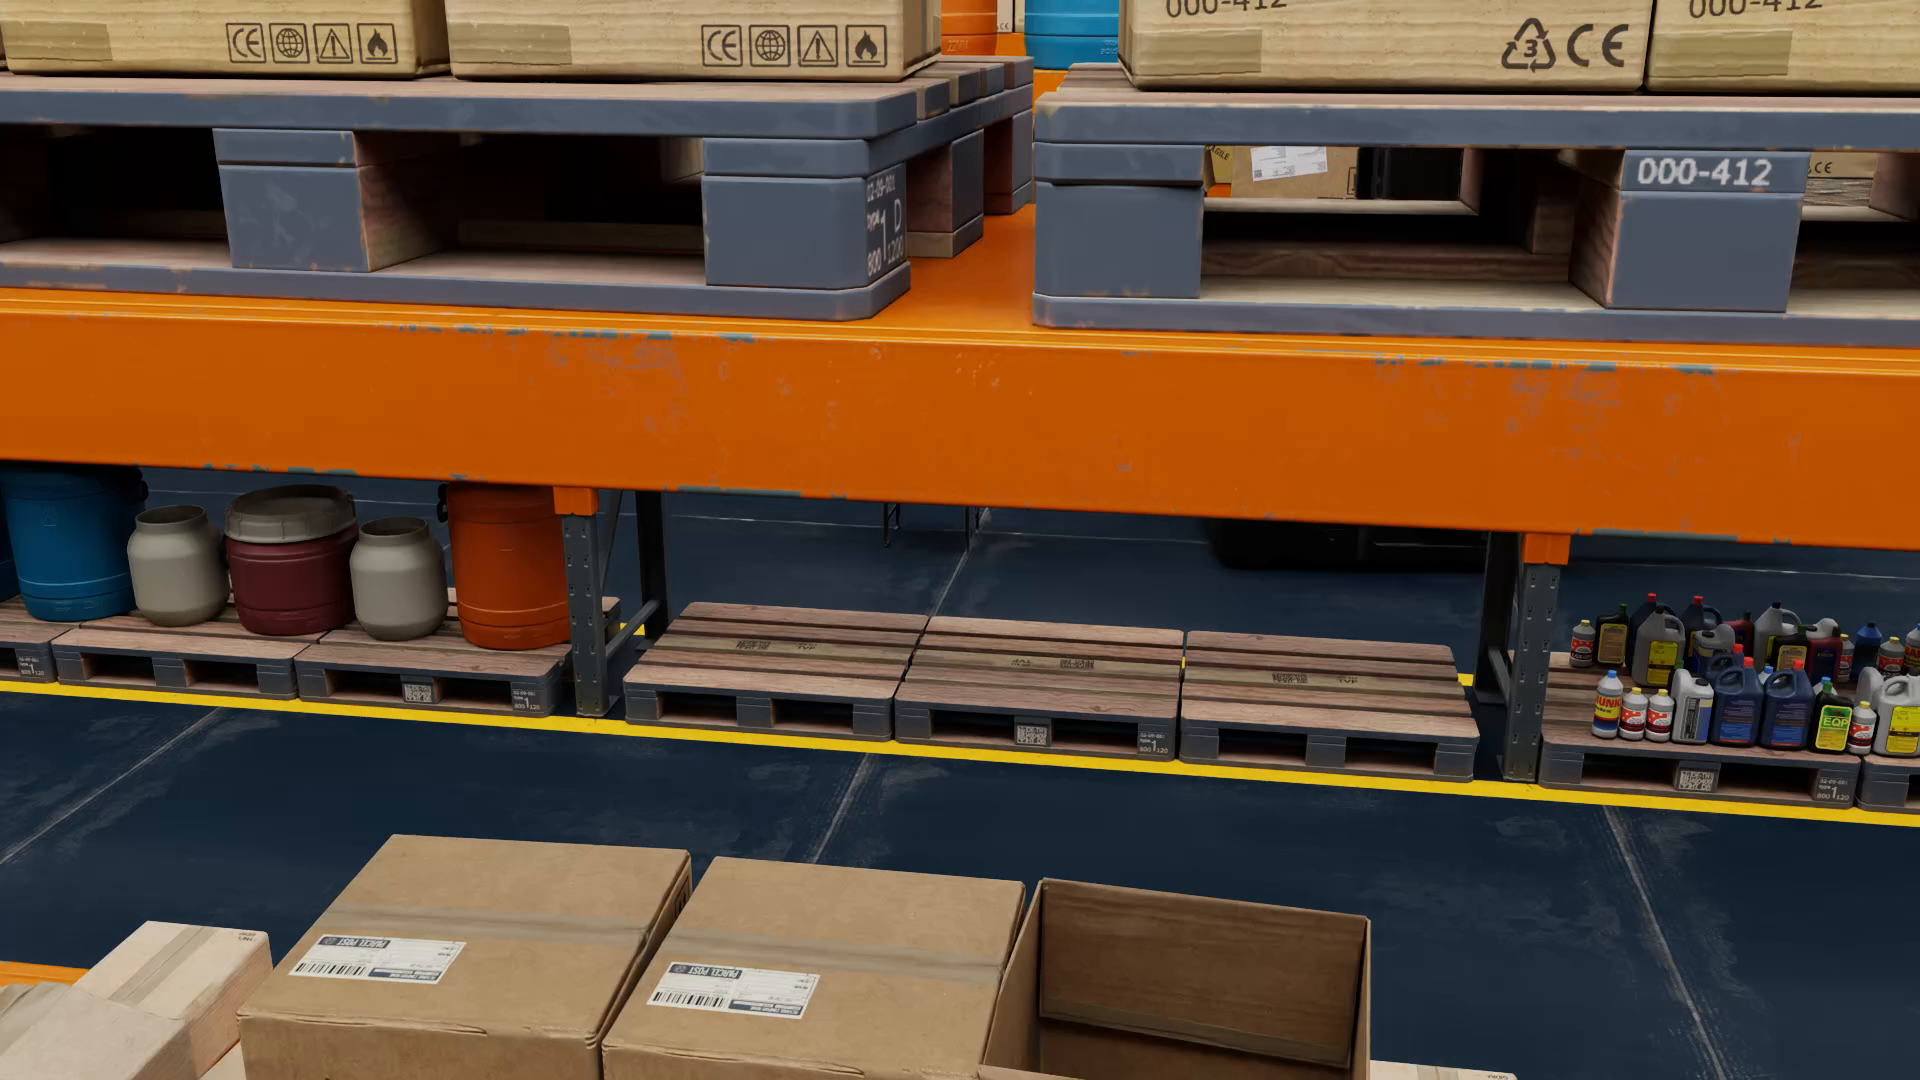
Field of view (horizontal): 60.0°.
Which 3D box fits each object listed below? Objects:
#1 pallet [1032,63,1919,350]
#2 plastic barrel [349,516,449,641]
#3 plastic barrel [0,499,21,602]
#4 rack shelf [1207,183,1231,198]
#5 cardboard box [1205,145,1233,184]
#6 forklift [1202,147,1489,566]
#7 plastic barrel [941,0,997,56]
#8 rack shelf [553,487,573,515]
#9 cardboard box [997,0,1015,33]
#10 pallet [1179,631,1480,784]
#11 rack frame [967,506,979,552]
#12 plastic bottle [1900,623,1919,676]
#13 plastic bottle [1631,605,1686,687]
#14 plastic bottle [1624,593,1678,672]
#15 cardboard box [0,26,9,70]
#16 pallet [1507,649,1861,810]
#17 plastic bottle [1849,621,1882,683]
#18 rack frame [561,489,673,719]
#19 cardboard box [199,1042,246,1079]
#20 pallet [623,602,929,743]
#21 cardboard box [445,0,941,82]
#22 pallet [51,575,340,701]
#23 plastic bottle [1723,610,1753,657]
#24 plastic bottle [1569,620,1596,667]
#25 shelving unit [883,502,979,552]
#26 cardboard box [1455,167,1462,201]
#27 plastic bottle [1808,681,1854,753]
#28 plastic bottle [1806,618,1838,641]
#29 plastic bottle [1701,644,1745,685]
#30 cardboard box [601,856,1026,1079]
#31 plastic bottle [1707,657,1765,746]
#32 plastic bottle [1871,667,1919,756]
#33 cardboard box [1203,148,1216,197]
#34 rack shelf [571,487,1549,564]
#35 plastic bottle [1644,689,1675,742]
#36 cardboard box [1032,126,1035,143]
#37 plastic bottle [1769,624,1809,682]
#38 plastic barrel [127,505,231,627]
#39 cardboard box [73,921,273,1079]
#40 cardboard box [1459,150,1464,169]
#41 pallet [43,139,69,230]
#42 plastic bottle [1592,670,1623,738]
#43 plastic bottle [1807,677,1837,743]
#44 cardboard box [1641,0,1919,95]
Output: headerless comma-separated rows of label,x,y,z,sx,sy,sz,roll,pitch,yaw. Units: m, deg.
pallet,0.713,-0.403,1.853,1.217,0.209,0.805,2,19,6
plastic barrel,-2.632,0.177,7.805,0.421,0.512,0.421,0,18,0
plastic barrel,-4.989,-0.156,8.188,0.708,0.901,0.600,3,19,9
rack shelf,2.072,-3.442,16.497,4.000,0.370,1.077,3,19,9
cardboard box,2.492,-3.724,16.047,0.500,0.500,0.500,3,19,9
forklift,2.956,-1.376,9.297,3.031,2.935,1.130,1,19,2
plastic barrel,-0.152,-2.267,6.448,0.708,0.830,0.600,3,19,9
rack shelf,-3.549,-0.543,7.833,4.000,0.370,1.077,3,19,9
cardboard box,0.142,-3.557,11.216,0.500,0.250,0.500,3,19,10
pallet,1.593,0.713,7.340,1.213,0.211,1.003,3,19,9
rack frame,0.077,-0.992,9.458,0.015,2.100,0.400,3,19,9
plastic bottle,4.146,0.493,7.208,0.097,0.271,0.097,0,18,0
plastic bottle,3.034,0.453,7.204,0.185,0.351,0.144,3,19,9
plastic bottle,3.056,0.407,7.339,0.185,0.351,0.144,2,19,7
cardboard box,-1.387,-0.757,2.184,0.500,0.250,0.500,3,19,10
pallet,3.031,0.787,7.118,1.213,0.211,1.003,3,19,9
plastic bottle,3.946,0.483,7.239,0.097,0.271,0.097,0,18,0
rack frame,-1.574,-0.784,7.418,0.127,3.000,1.000,3,19,9
cardboard box,-1.096,0.934,2.681,0.250,0.149,0.380,4,19,13
pallet,-0.816,0.590,7.707,1.213,0.211,1.003,3,19,9
cardboard box,-0.293,-0.697,2.005,0.500,0.250,0.500,1,19,4
pallet,-3.561,0.450,8.125,1.213,0.211,1.003,3,19,9
plastic bottle,3.413,0.444,7.336,0.133,0.283,0.061,4,19,12
plastic bottle,2.783,0.457,7.427,0.097,0.201,0.097,0,18,0
shelving unit,-0.163,-1.004,9.495,0.503,2.100,0.431,3,19,9
cardboard box,3.595,-2.280,11.265,0.500,0.500,0.875,3,19,9
plastic bottle,3.449,0.699,6.575,0.133,0.283,0.061,4,19,11
plastic bottle,3.725,0.478,7.246,0.135,0.276,0.152,3,19,10
plastic bottle,3.129,0.591,6.791,0.185,0.351,0.144,3,19,9
cardboard box,-0.185,0.826,2.448,0.500,0.500,0.500,3,19,9
plastic bottle,3.106,0.636,6.656,0.185,0.351,0.144,3,19,10
plastic bottle,3.712,0.667,6.564,0.185,0.351,0.144,3,19,8
cardboard box,1.434,-2.440,11.545,0.637,0.503,0.797,5,19,14
rack shelf,0.400,-0.342,7.231,4.000,0.370,1.077,3,19,9
plastic bottle,2.821,0.700,6.701,0.097,0.201,0.097,0,18,0
cardboard box,0.498,-3.824,16.348,0.500,0.500,0.500,3,19,9
plastic bottle,3.574,0.499,7.173,0.133,0.283,0.061,3,19,9
plastic barrel,-3.747,0.121,7.974,0.421,0.512,0.421,0,18,0
cardboard box,-1.432,0.846,2.944,0.250,0.149,0.380,3,19,9
cardboard box,3.564,-2.694,10.926,0.500,0.500,0.500,3,19,9
pallet,-1.680,-0.559,2.316,1.003,0.211,1.213,4,19,11
plastic bottle,2.620,0.656,6.721,0.097,0.271,0.097,0,18,0
plastic bottle,3.444,0.679,6.654,0.097,0.271,0.097,0,18,0
cardboard box,0.979,-0.615,1.761,0.500,0.250,0.500,5,19,14
